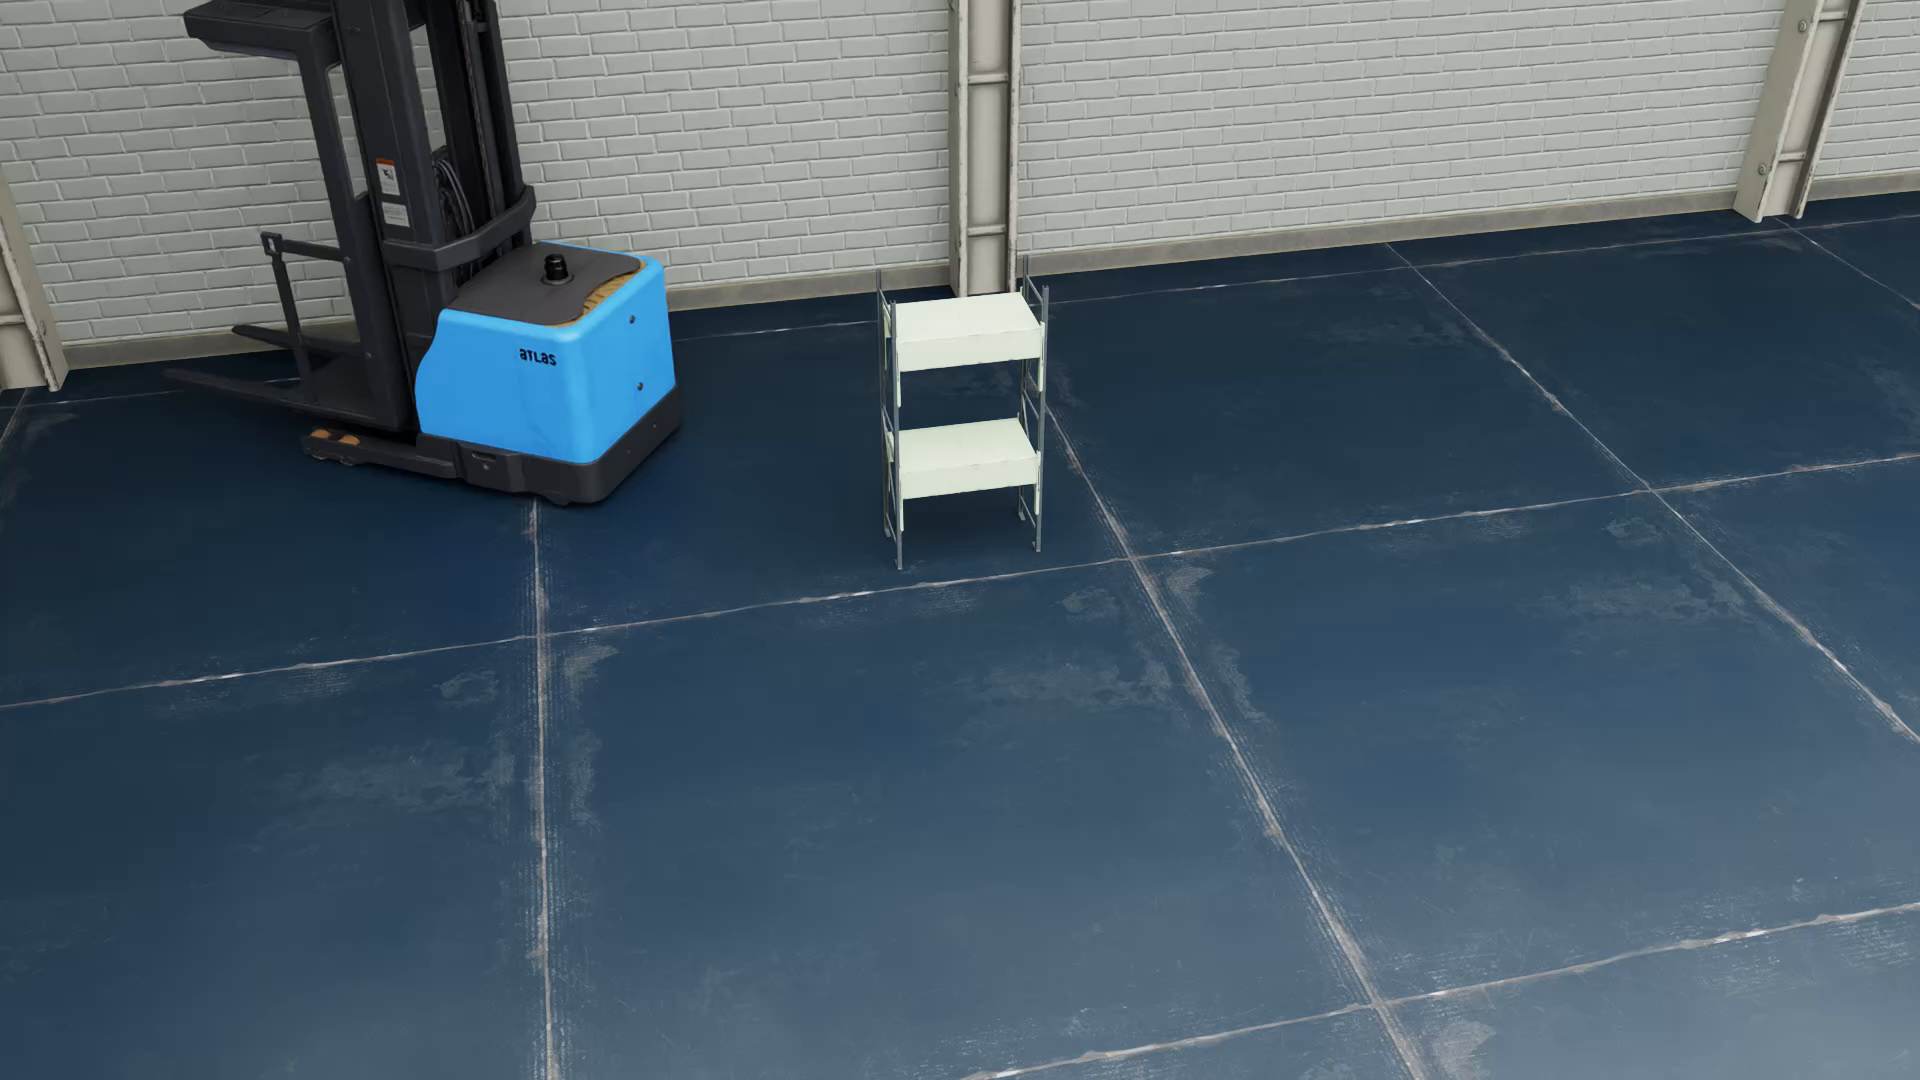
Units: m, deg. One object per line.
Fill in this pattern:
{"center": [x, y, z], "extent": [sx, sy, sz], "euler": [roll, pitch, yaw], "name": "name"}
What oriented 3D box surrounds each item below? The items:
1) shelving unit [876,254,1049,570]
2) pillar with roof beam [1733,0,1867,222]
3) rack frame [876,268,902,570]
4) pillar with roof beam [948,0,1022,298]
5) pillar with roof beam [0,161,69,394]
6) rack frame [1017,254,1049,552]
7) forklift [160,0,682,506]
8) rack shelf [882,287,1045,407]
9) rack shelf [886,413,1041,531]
{"center": [0.007, -0.624, 8.333], "extent": [0.755, 1.500, 0.431], "euler": [-7, 35, -11], "name": "shelving unit"}
{"center": [6.954, -3.839, 6.395], "extent": [0.400, 9.000, 9.100], "euler": [-7, 35, -11], "name": "pillar with roof beam"}
{"center": [-0.350, -0.579, 8.266], "extent": [0.023, 1.500, 0.400], "euler": [-7, 35, -11], "name": "rack frame"}
{"center": [1.102, -3.102, 5.296], "extent": [0.400, 9.000, 9.100], "euler": [-7, 35, -11], "name": "pillar with roof beam"}
{"center": [-4.750, -2.364, 4.197], "extent": [0.400, 9.000, 9.100], "euler": [-7, 35, -11], "name": "pillar with roof beam"}
{"center": [0.363, -0.669, 8.400], "extent": [0.023, 1.500, 0.400], "euler": [-7, 35, -11], "name": "rack frame"}
{"center": [-3.186, -1.900, 8.951], "extent": [3.031, 2.935, 1.130], "euler": [11, 36, 16], "name": "forklift"}
{"center": [0.007, -0.948, 8.116], "extent": [0.720, 0.370, 0.431], "euler": [-7, 35, -11], "name": "rack shelf"}
{"center": [0.007, -0.353, 8.515], "extent": [0.720, 0.370, 0.431], "euler": [-7, 35, -11], "name": "rack shelf"}
